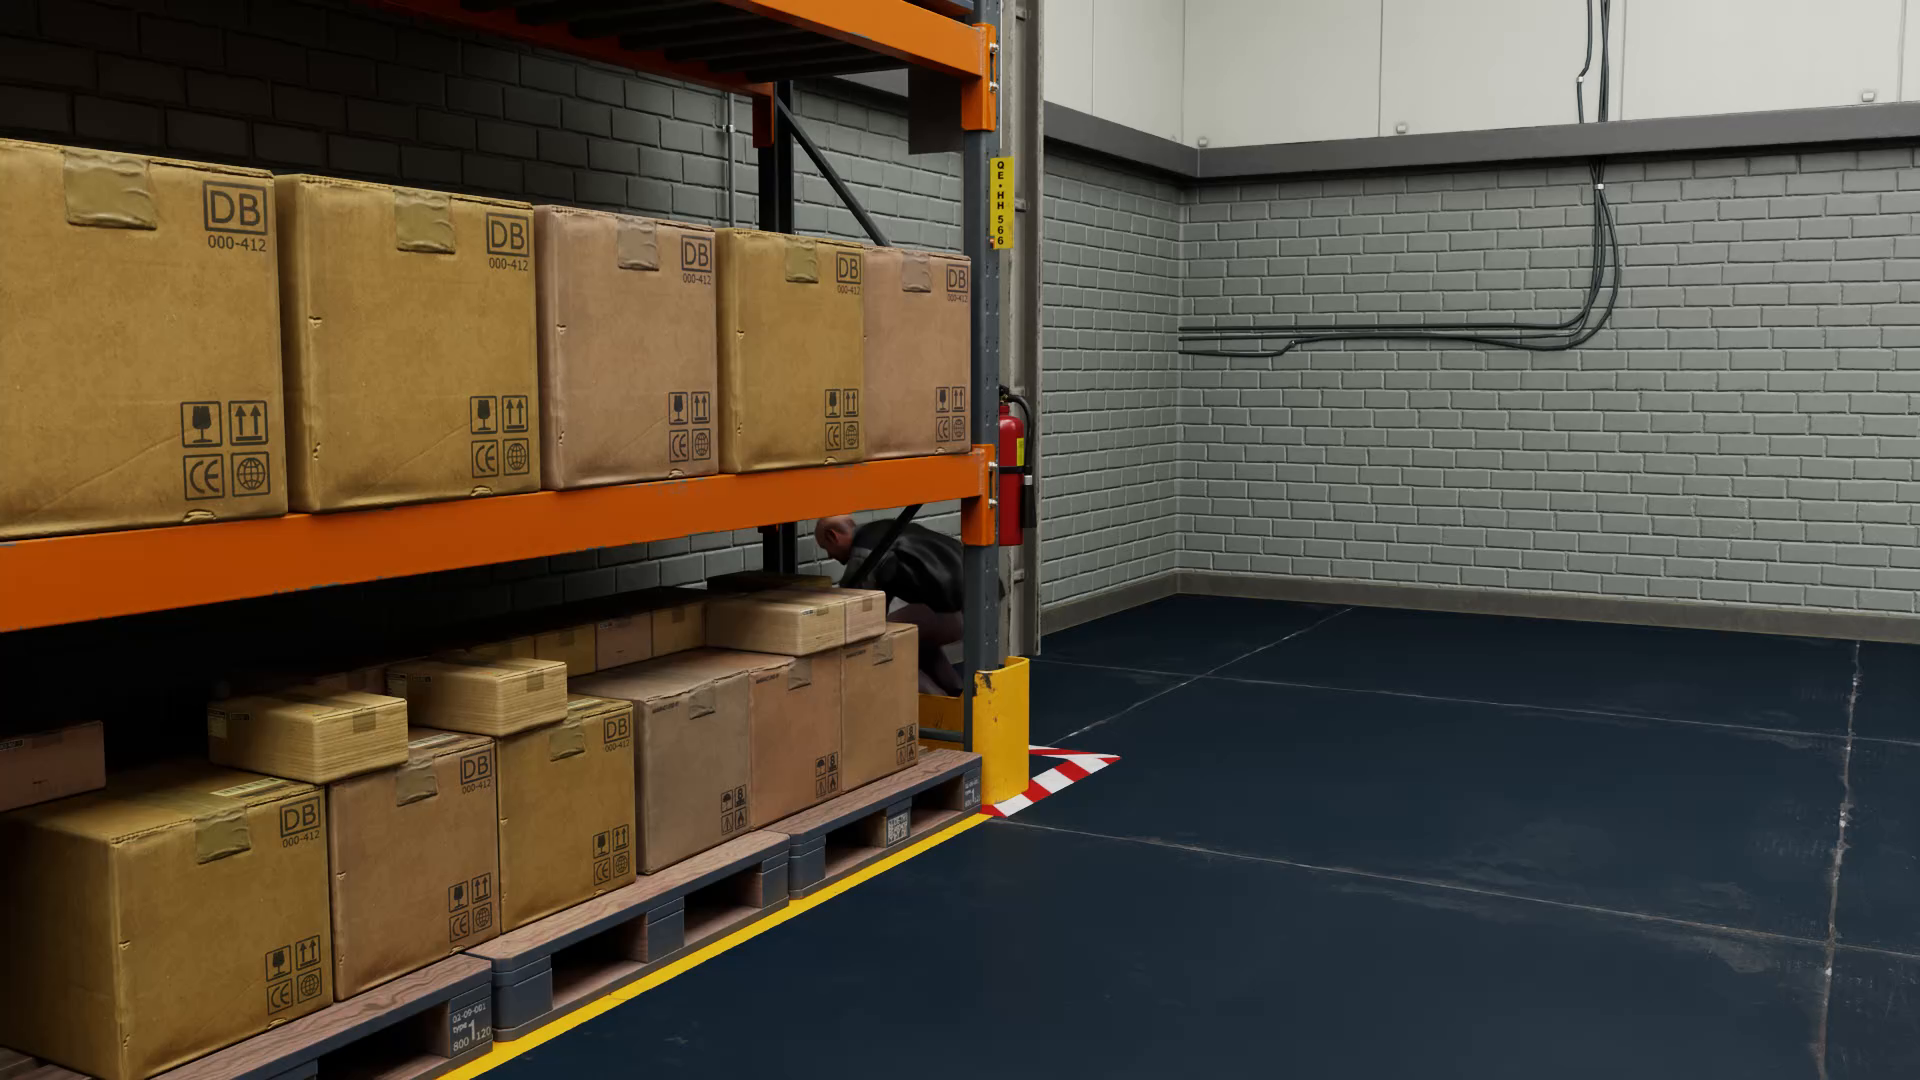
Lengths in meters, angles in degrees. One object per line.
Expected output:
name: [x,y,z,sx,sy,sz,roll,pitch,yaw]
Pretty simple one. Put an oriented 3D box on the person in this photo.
person: [-0.253,0.351,7.619,0.905,0.957,0.511,3,6,25]
